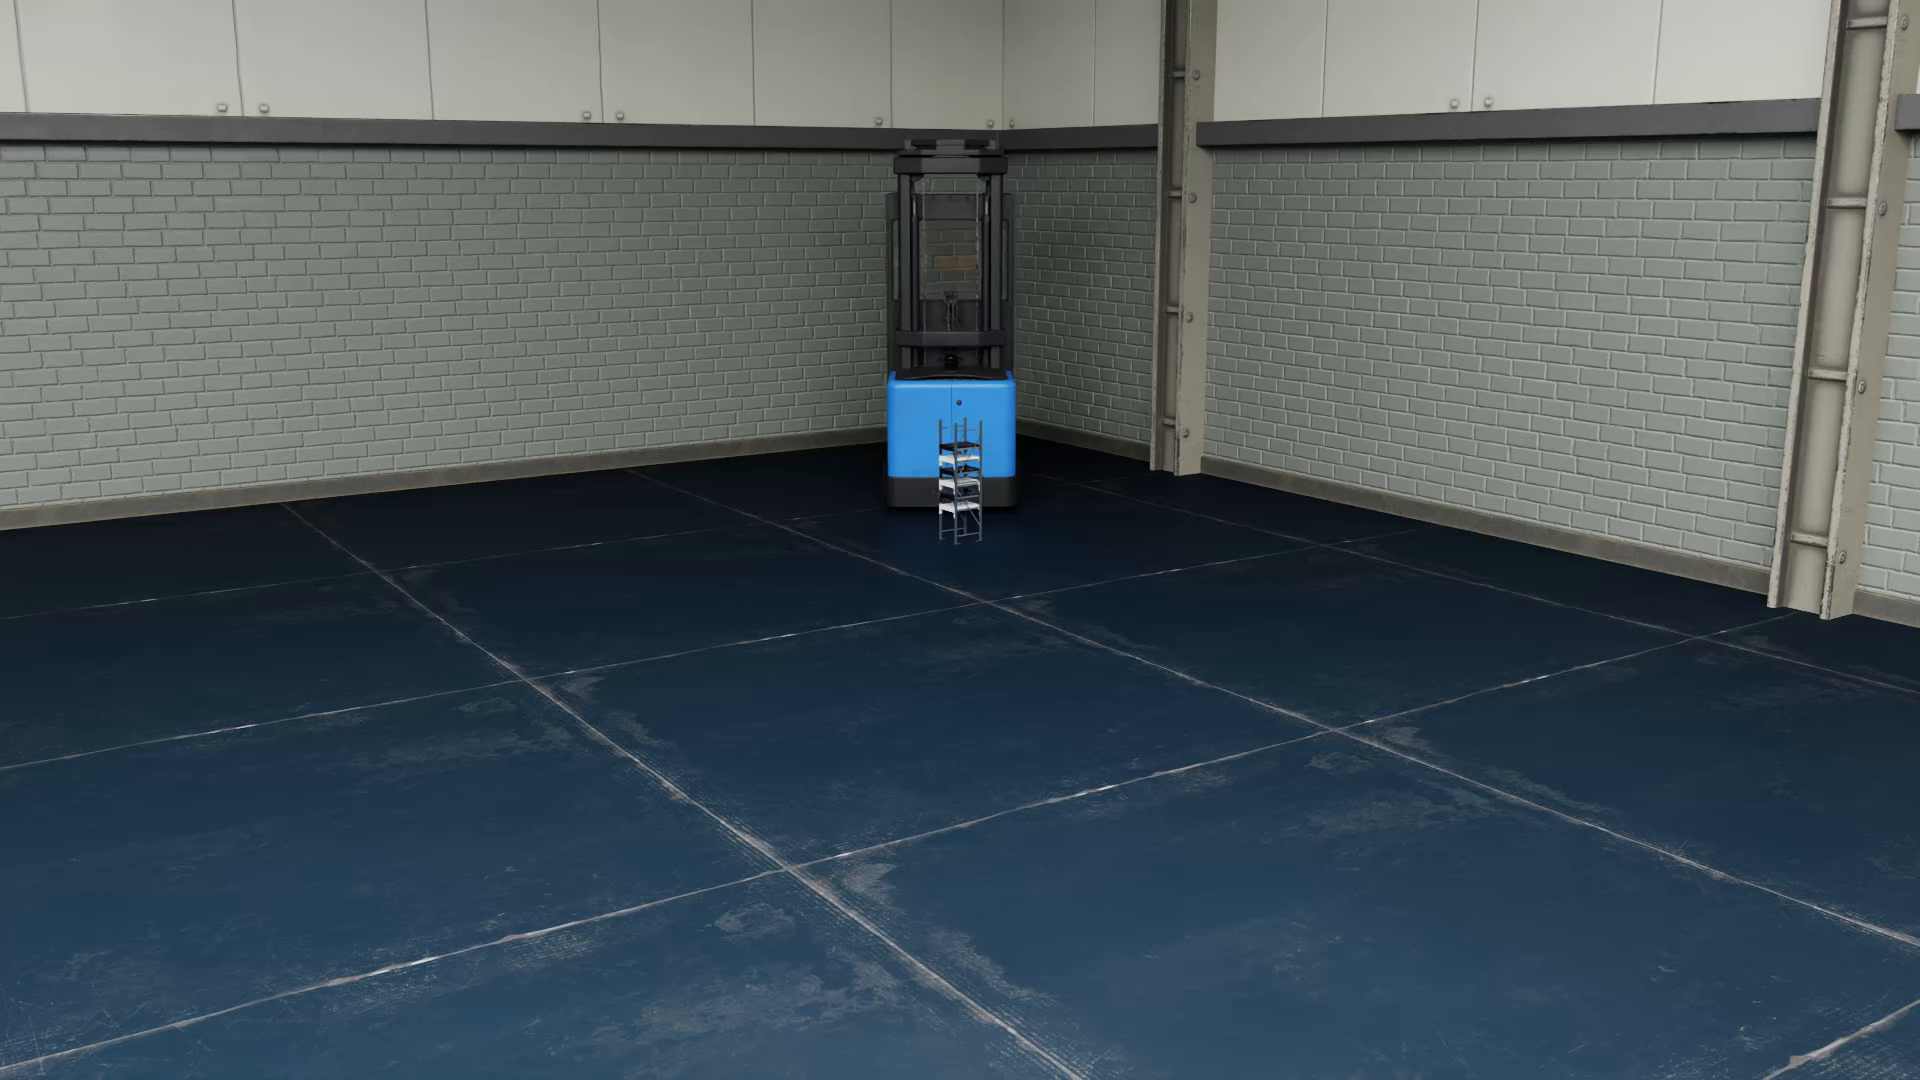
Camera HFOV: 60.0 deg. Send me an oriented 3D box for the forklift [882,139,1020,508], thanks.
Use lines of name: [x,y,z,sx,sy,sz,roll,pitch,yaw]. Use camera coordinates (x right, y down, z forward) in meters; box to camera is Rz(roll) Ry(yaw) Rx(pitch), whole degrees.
forklift: [-0.087,-1.945,14.397,1.130,2.935,3.031,0,12,-1]

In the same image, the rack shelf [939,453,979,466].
rack shelf: [0.004,-0.581,12.228,0.258,0.077,0.200,-8,15,-33]

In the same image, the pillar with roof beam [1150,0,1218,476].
pillar with roof beam: [-1.601,-4.520,11.967,9.100,9.000,0.400,-8,15,-33]

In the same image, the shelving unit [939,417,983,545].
shelving unit: [0.004,-0.438,12.259,0.258,0.900,0.210,-8,15,-33]

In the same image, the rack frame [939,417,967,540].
rack frame: [-0.052,-0.456,12.342,0.240,0.900,0.006,-8,15,-33]

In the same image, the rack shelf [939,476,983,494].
rack shelf: [0.004,-0.406,12.266,0.258,0.077,0.200,-8,15,-33]

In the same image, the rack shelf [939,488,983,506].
rack shelf: [0.004,-0.318,12.285,0.258,0.077,0.200,-8,15,-33]

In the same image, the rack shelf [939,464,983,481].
rack shelf: [0.004,-0.494,12.247,0.258,0.077,0.200,-8,15,-33]

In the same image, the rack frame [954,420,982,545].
rack frame: [0.061,-0.420,12.176,0.240,0.900,0.006,-8,15,-33]

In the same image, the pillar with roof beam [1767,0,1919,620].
pillar with roof beam: [1.723,-3.453,7.087,9.100,9.000,0.400,-8,15,-33]

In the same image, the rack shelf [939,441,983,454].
rack shelf: [0.004,-0.669,12.208,0.258,0.077,0.200,-8,15,-33]

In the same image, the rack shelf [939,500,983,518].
rack shelf: [0.004,-0.230,12.305,0.258,0.077,0.200,-8,15,-33]
